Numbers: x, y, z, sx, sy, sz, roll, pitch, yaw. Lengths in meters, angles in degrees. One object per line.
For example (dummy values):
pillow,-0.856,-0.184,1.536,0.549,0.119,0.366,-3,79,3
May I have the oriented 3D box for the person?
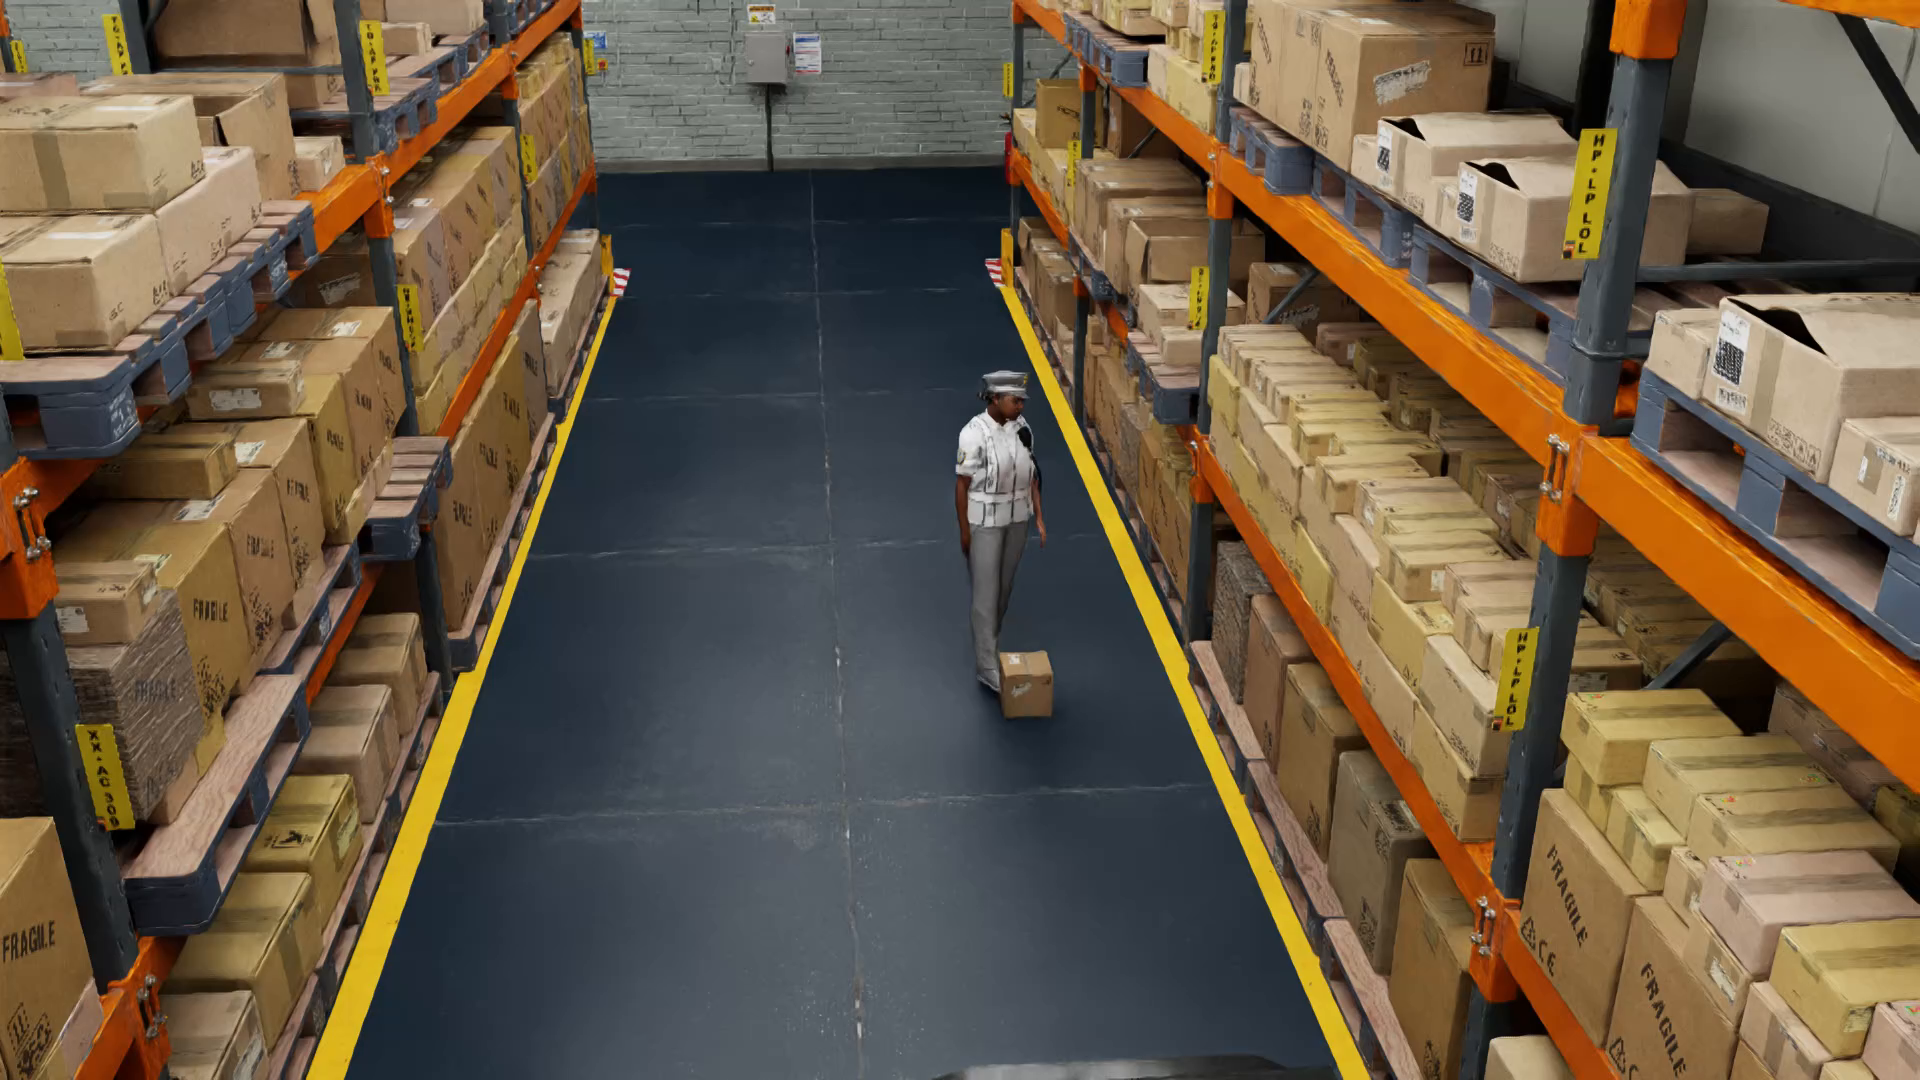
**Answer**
person,0.266,-0.049,8.699,0.468,1.662,0.584,-15,28,-31
